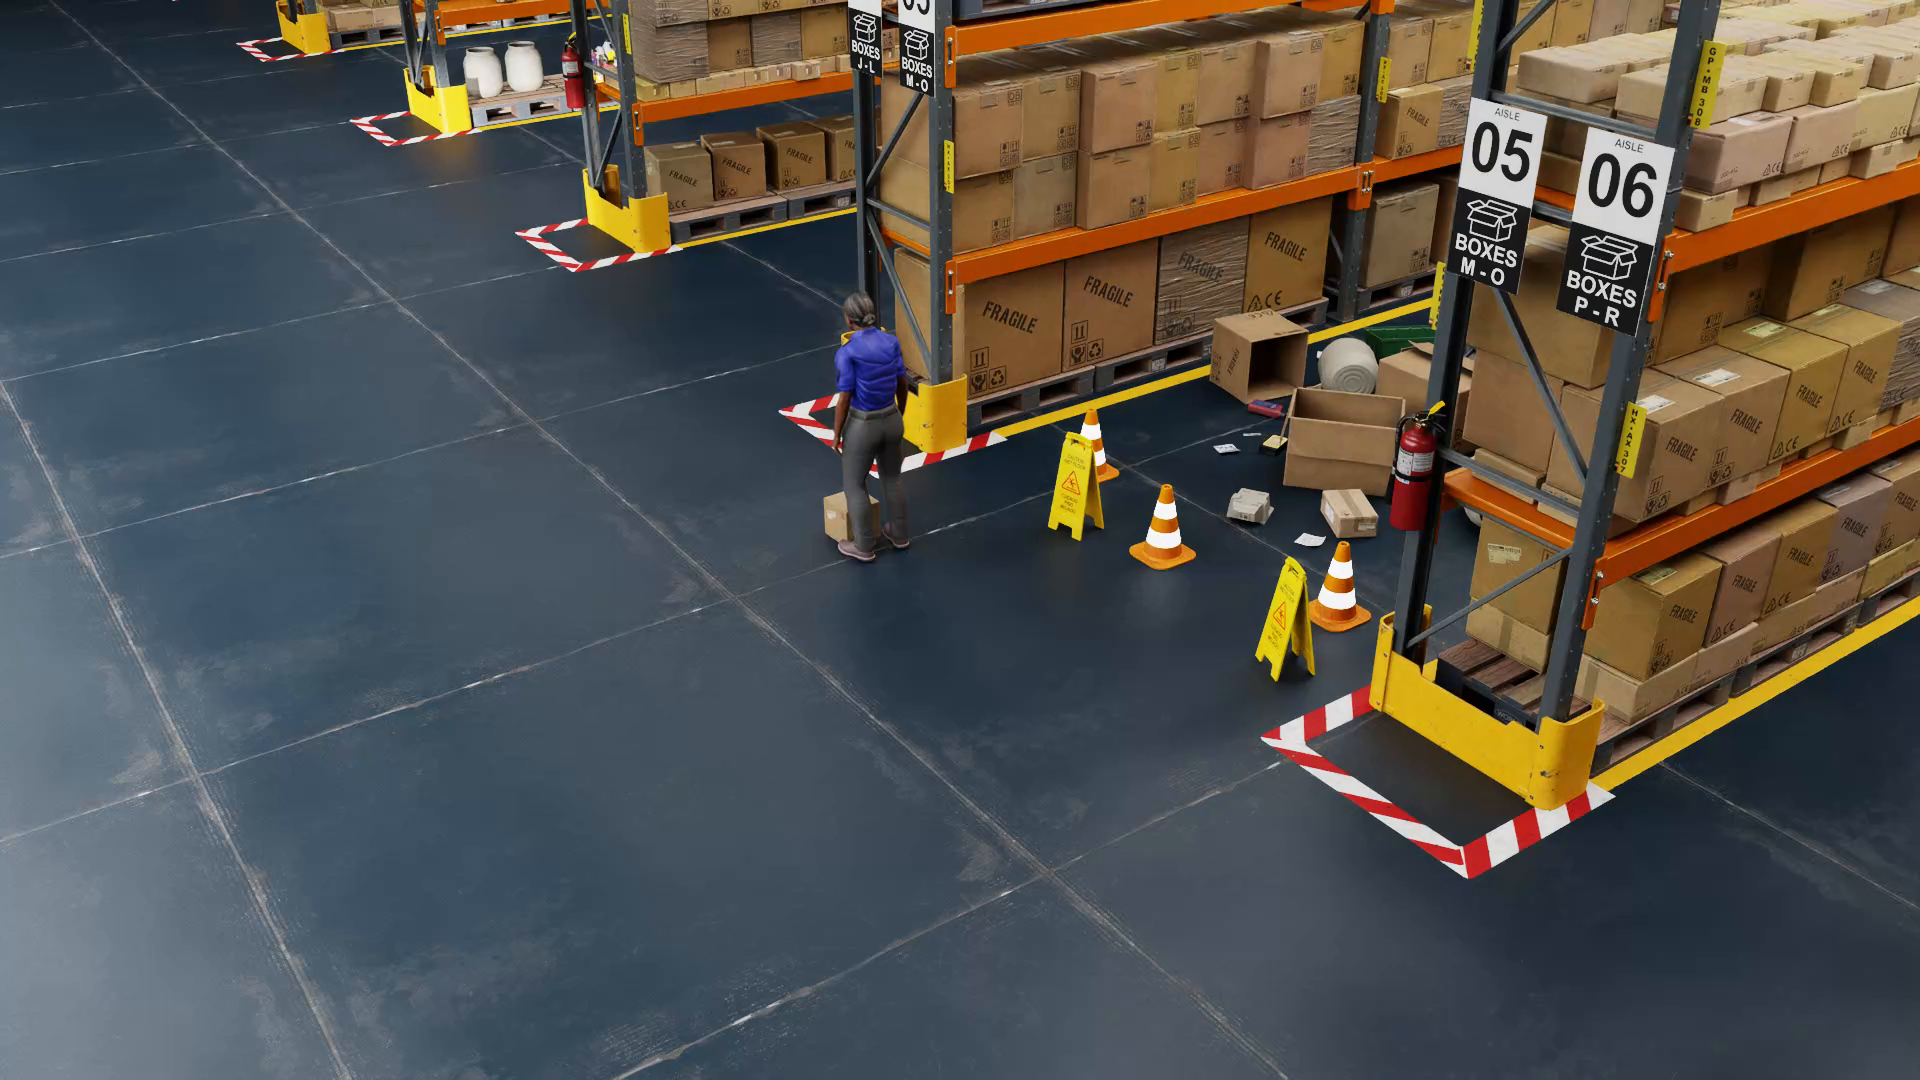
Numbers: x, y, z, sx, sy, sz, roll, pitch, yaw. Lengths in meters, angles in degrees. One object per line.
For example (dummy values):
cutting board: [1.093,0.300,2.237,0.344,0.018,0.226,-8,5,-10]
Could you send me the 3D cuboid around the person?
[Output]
person: [-0.525,-0.668,9.846,0.505,1.655,0.347,-19,34,-30]
